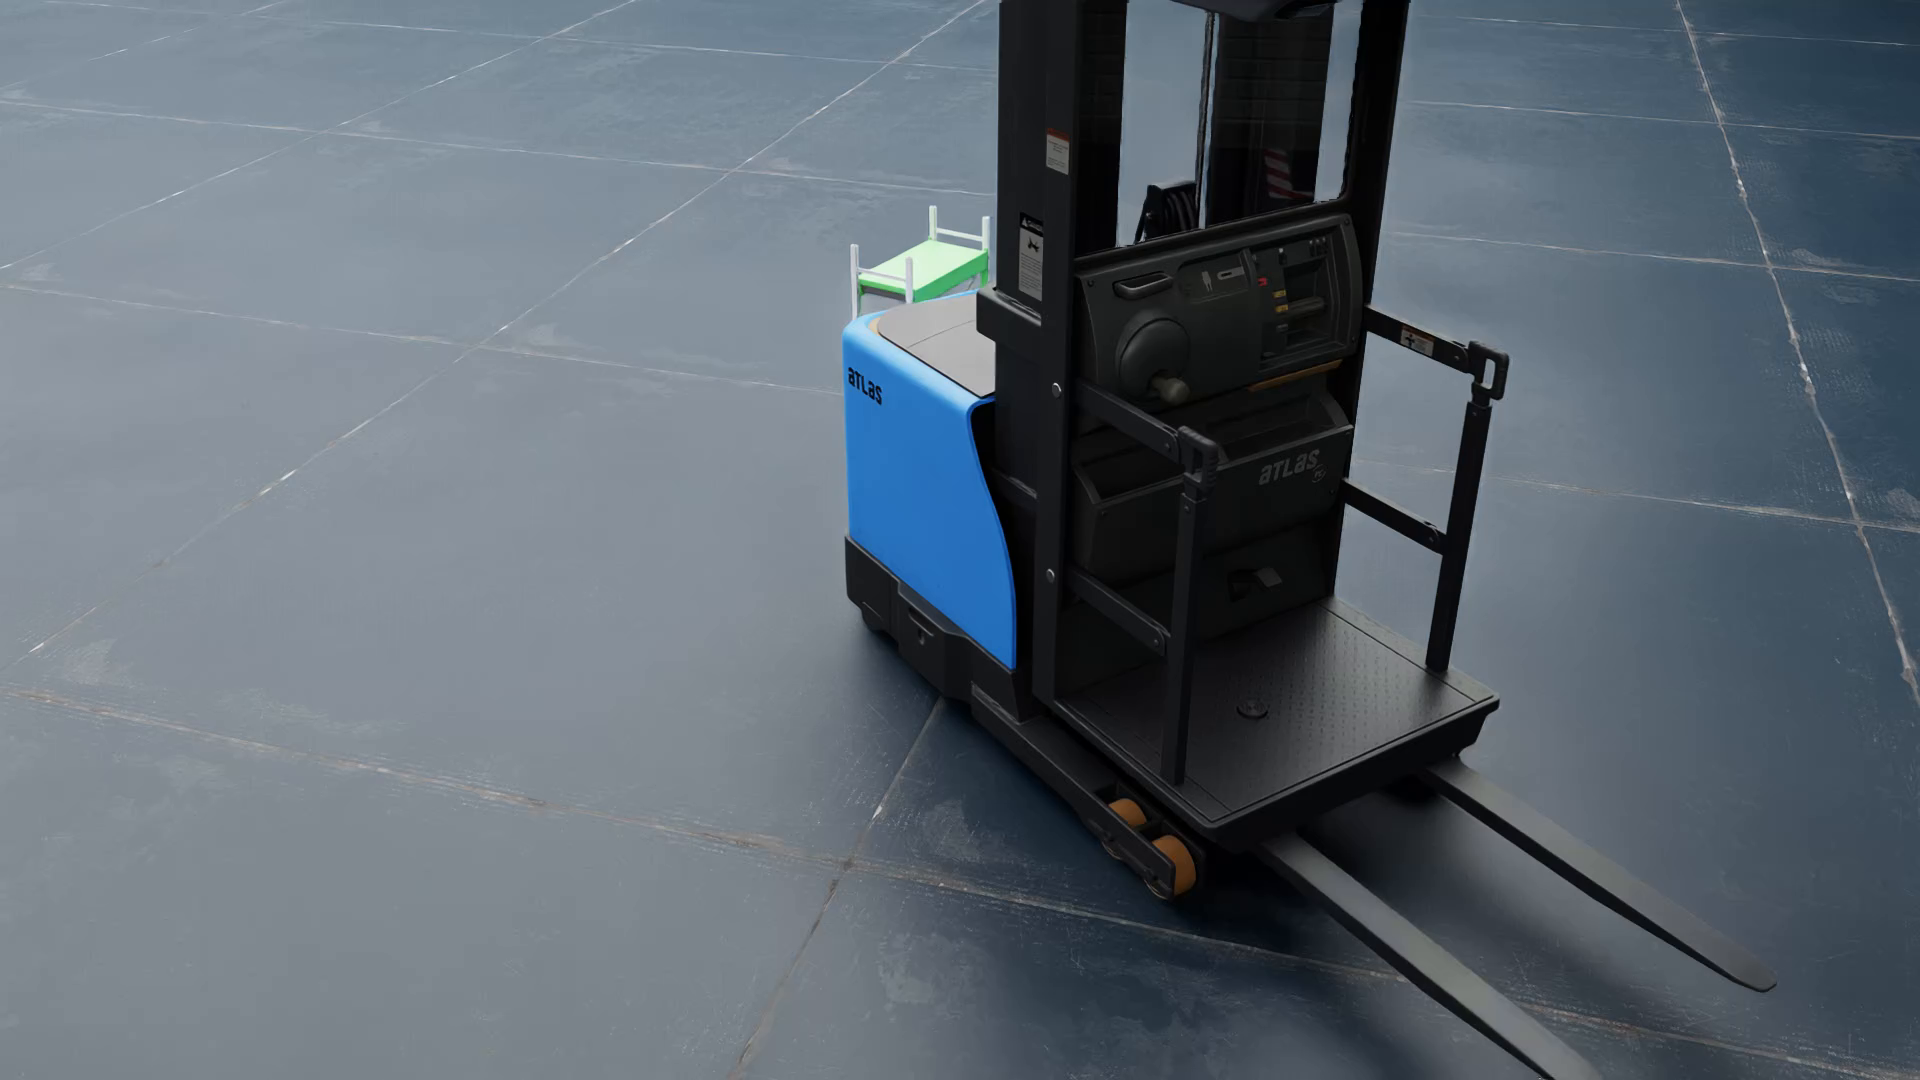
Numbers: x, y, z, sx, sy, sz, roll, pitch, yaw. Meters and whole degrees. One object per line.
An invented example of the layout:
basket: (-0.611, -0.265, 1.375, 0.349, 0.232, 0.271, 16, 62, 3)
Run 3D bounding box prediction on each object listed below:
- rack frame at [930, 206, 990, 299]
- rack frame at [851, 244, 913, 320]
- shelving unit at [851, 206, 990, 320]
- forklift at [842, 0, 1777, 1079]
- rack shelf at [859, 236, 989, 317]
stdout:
rack frame: (-0.002, -0.632, 6.152, 0.240, 1.200, 0.015, 17, 33, 27)
rack frame: (-0.260, -0.431, 5.790, 0.240, 1.200, 0.015, 17, 33, 27)
shelving unit: (-0.131, -0.531, 5.971, 0.258, 1.200, 0.503, 17, 33, 27)
forklift: (0.828, -0.574, 4.267, 1.130, 2.935, 3.031, -17, 34, -28)
rack shelf: (-0.131, -0.895, 5.769, 0.258, 0.148, 0.480, 17, 33, 27)
